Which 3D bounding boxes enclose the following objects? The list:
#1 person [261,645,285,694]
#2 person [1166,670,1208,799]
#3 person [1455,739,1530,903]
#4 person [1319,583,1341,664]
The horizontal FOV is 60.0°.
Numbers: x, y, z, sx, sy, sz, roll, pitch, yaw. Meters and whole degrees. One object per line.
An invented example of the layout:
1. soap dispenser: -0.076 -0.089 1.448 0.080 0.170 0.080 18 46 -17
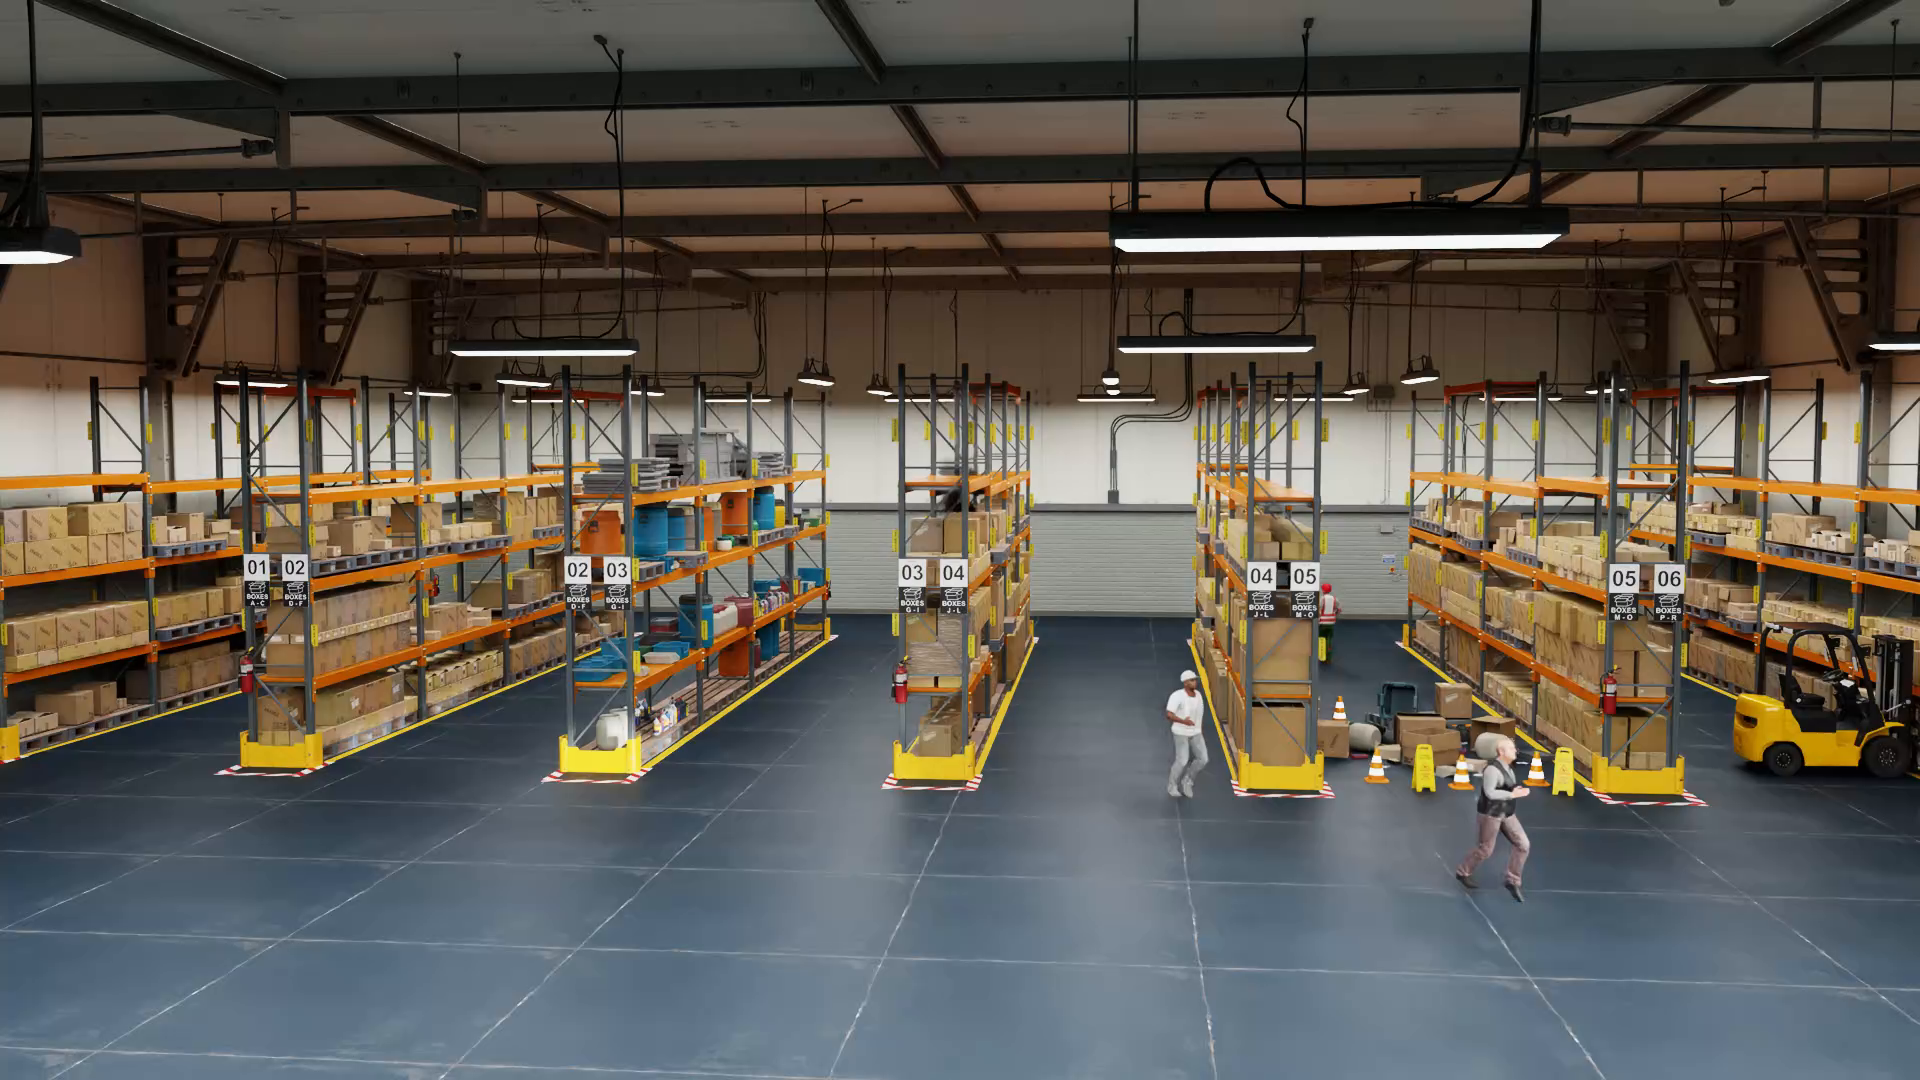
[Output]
1. person: -12.254 2.256 29.907 0.632 1.661 0.861 0 4 -4
2. person: 3.146 2.668 22.798 0.691 1.762 0.621 -2 4 -30
3. person: 5.757 3.001 17.939 0.851 1.763 0.678 4 5 44
4. person: 7.944 1.801 36.159 0.659 1.744 0.578 -1 4 -10
